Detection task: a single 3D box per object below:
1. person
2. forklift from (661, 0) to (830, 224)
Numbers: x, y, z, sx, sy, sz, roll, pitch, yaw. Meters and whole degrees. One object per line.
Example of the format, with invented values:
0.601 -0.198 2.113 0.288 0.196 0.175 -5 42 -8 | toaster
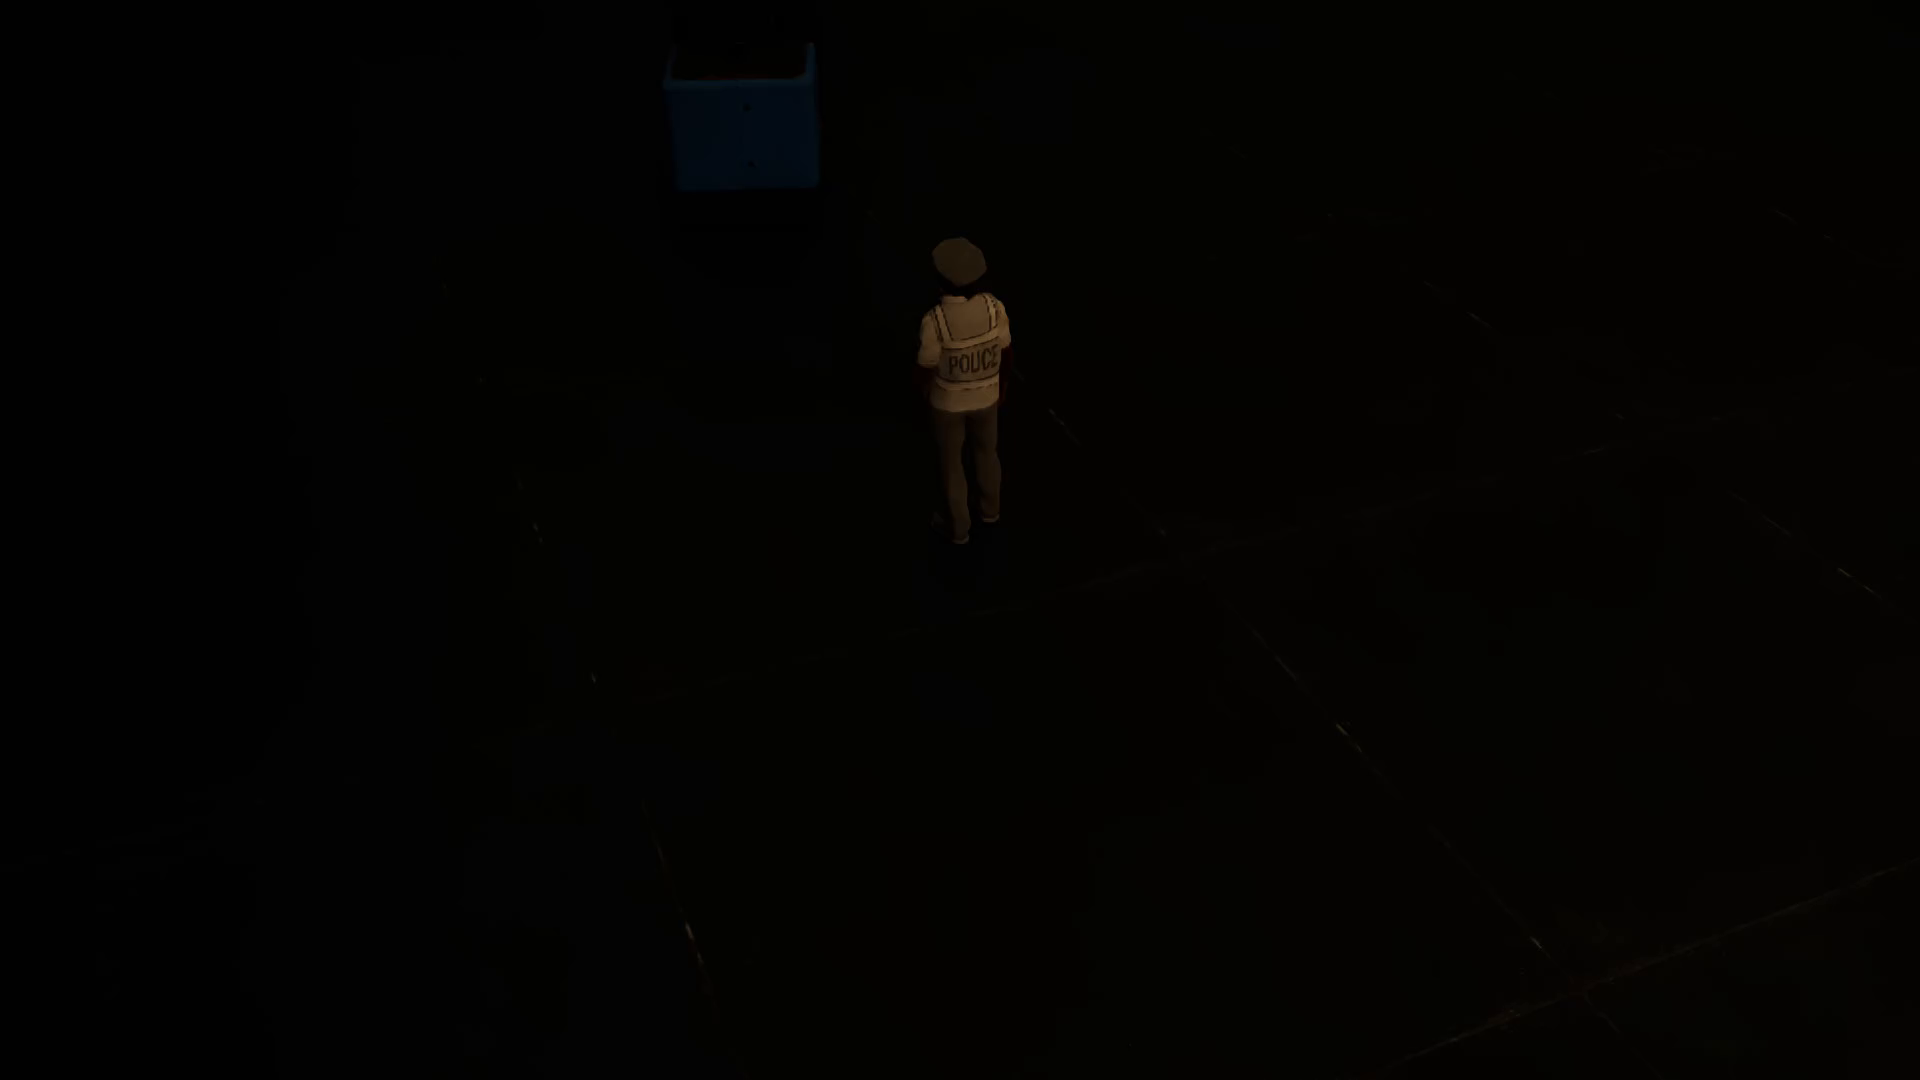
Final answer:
-0.011 -0.741 8.195 0.570 1.695 0.529 -14 38 -19 | person
-1.569 -4.232 12.050 1.130 2.935 3.031 -2 35 -2 | forklift
